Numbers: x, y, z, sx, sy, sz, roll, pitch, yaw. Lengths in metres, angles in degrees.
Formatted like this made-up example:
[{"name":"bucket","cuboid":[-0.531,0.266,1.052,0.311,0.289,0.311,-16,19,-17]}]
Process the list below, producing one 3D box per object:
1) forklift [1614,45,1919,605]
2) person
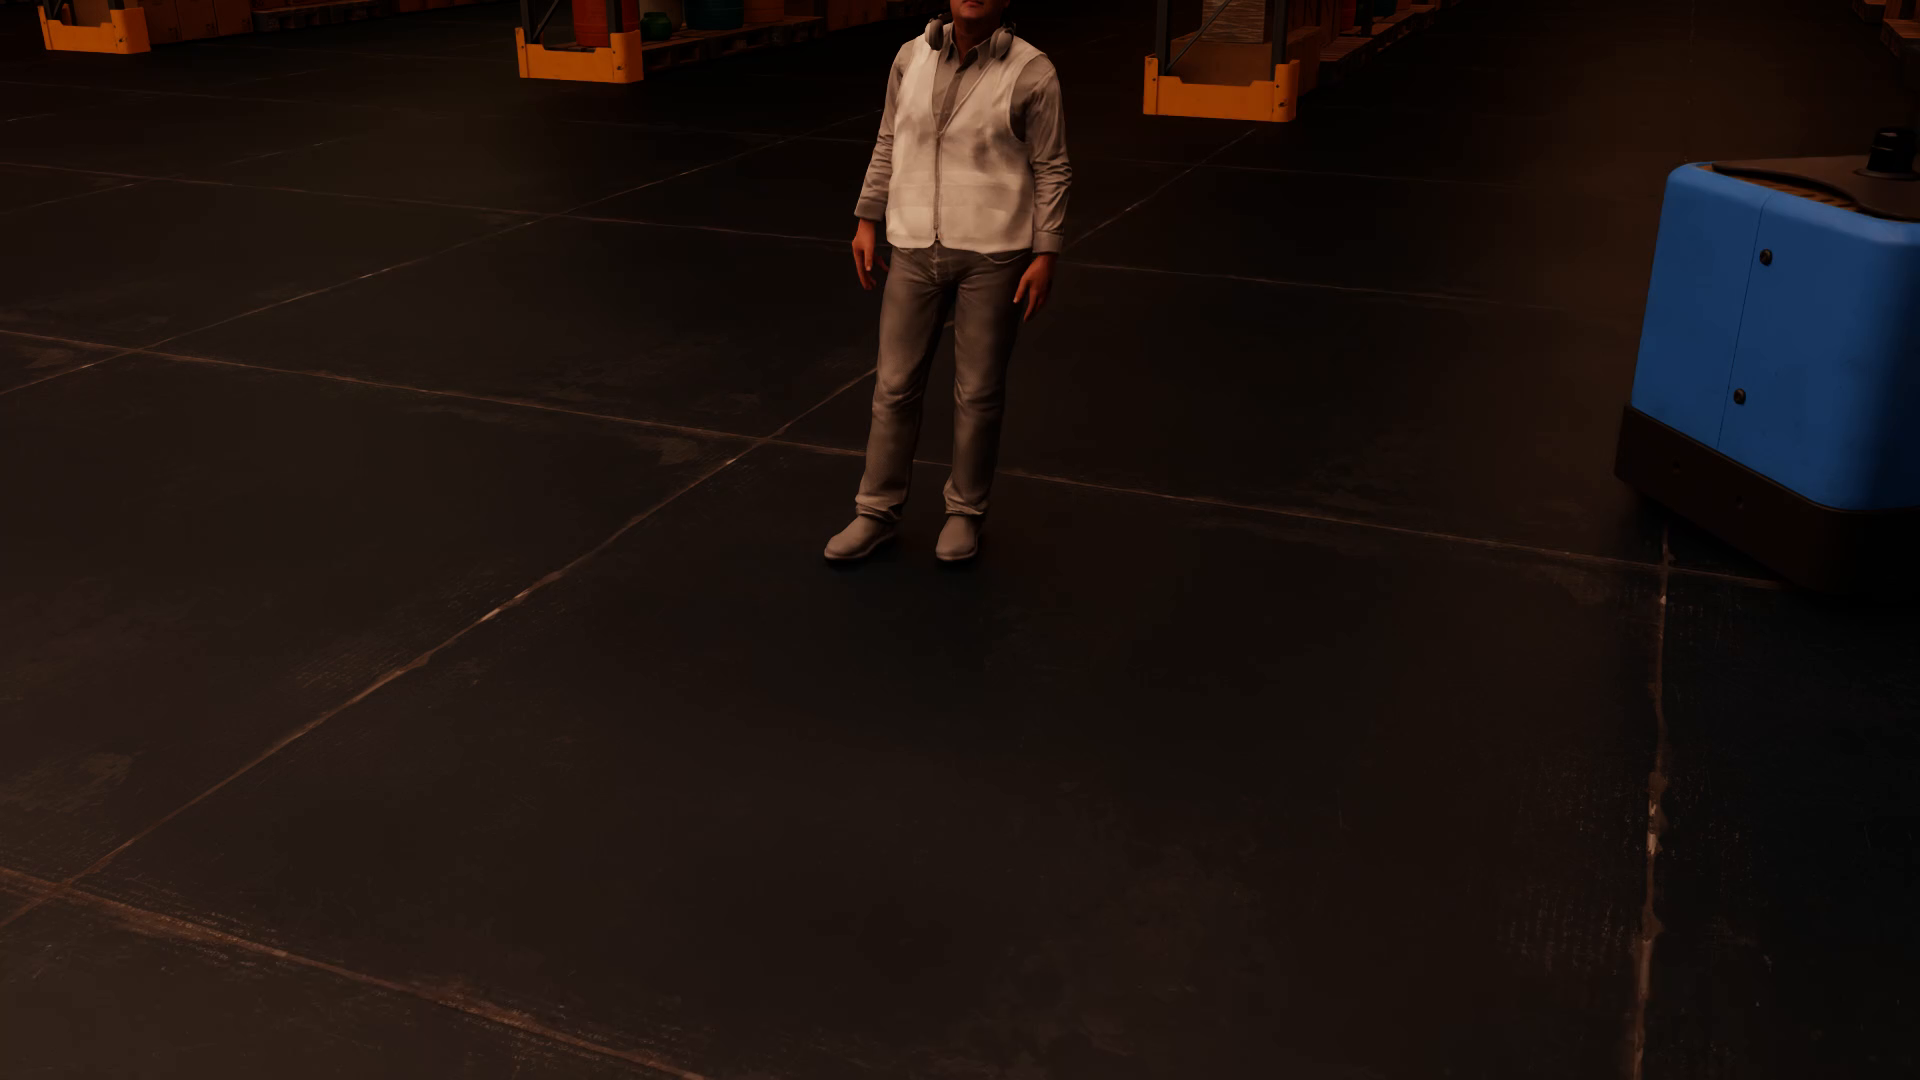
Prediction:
[{"name":"forklift","cuboid":[3.702,-1.453,4.768,3.031,2.935,1.130,-5,23,-12]},{"name":"person","cuboid":[-0.031,-0.805,4.698,0.632,1.773,0.568,9,24,21]}]
